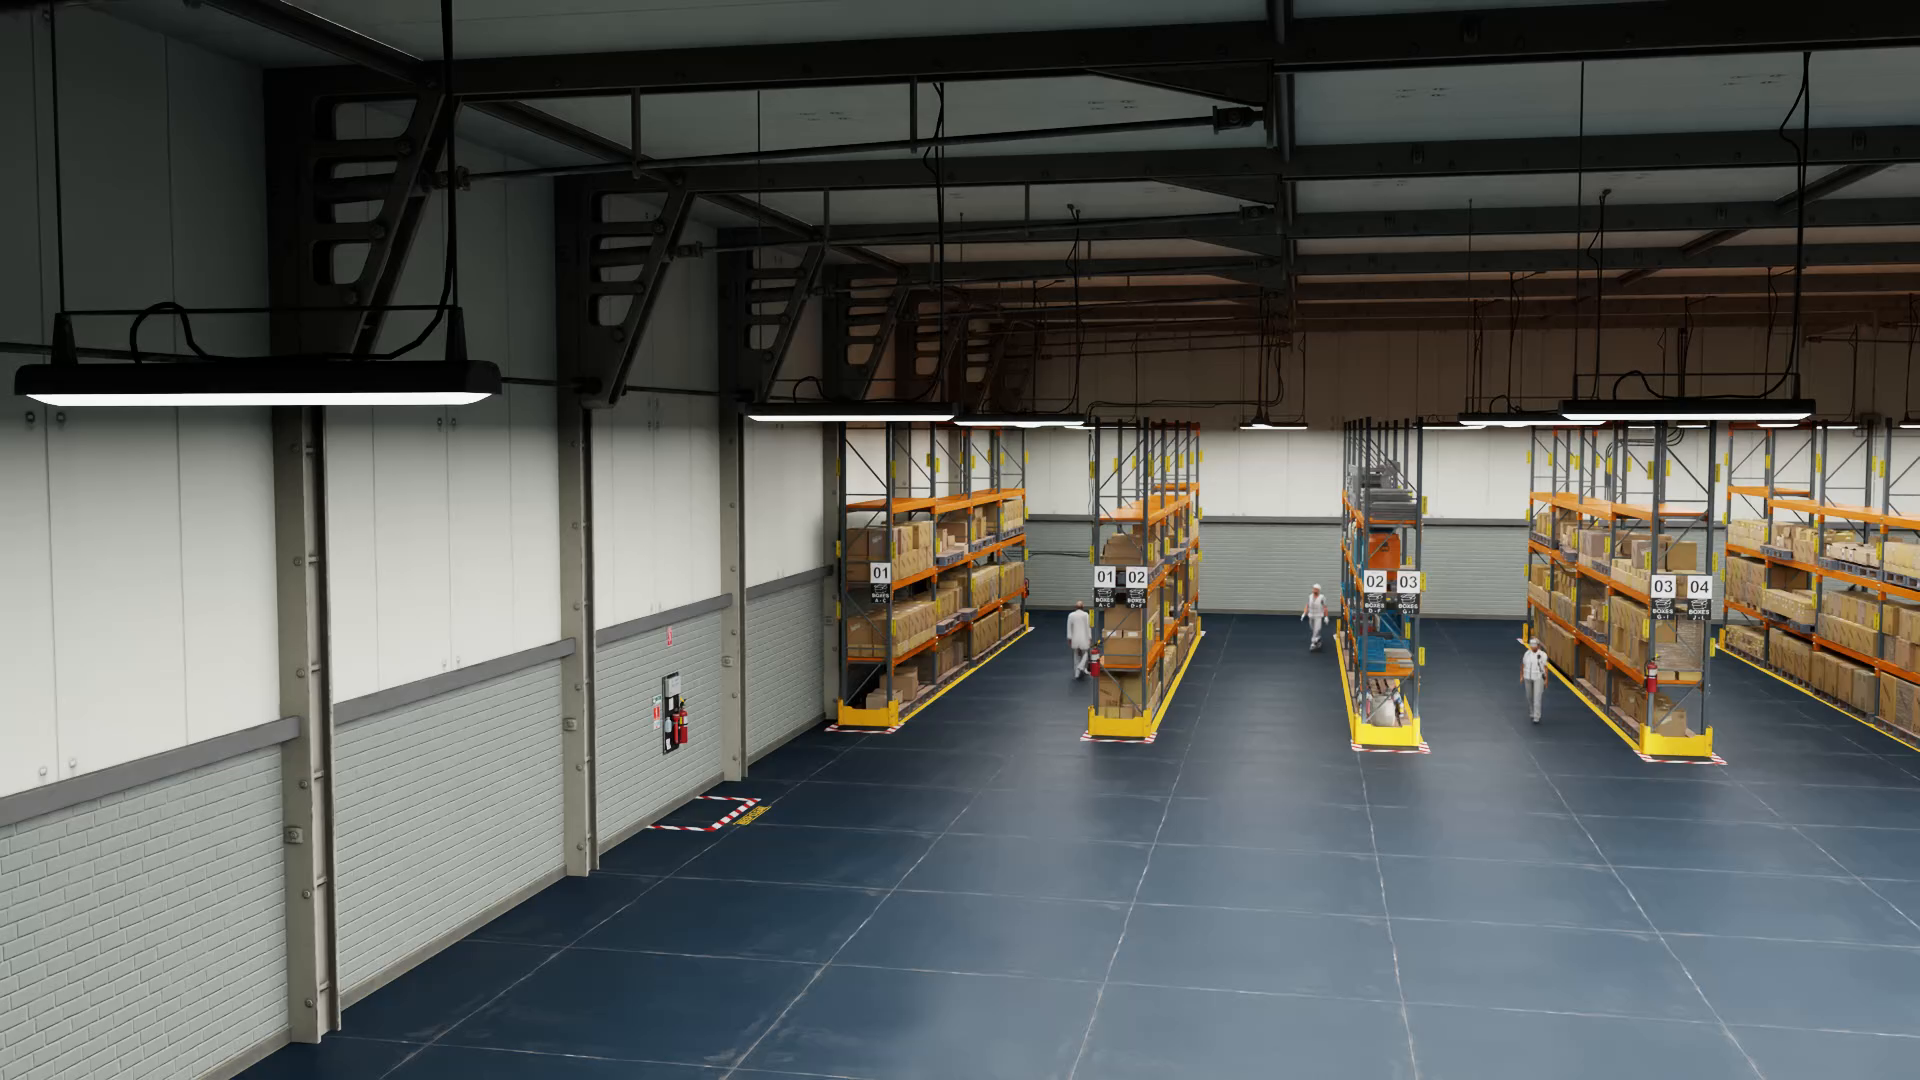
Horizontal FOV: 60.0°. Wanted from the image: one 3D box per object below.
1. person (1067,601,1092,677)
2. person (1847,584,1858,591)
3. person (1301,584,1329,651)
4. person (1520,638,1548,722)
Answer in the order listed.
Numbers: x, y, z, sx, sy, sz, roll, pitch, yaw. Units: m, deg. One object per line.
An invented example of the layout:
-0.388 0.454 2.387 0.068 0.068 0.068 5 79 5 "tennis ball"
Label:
2.791 2.418 38.864 0.617 1.556 0.565 1 4 21 "person"
23.972 2.008 44.629 1.017 1.619 0.461 0 4 6 "person"
9.265 2.017 43.472 0.650 1.741 1.050 3 5 36 "person"
11.408 2.770 33.001 0.824 1.643 0.532 -4 5 -45 "person"
